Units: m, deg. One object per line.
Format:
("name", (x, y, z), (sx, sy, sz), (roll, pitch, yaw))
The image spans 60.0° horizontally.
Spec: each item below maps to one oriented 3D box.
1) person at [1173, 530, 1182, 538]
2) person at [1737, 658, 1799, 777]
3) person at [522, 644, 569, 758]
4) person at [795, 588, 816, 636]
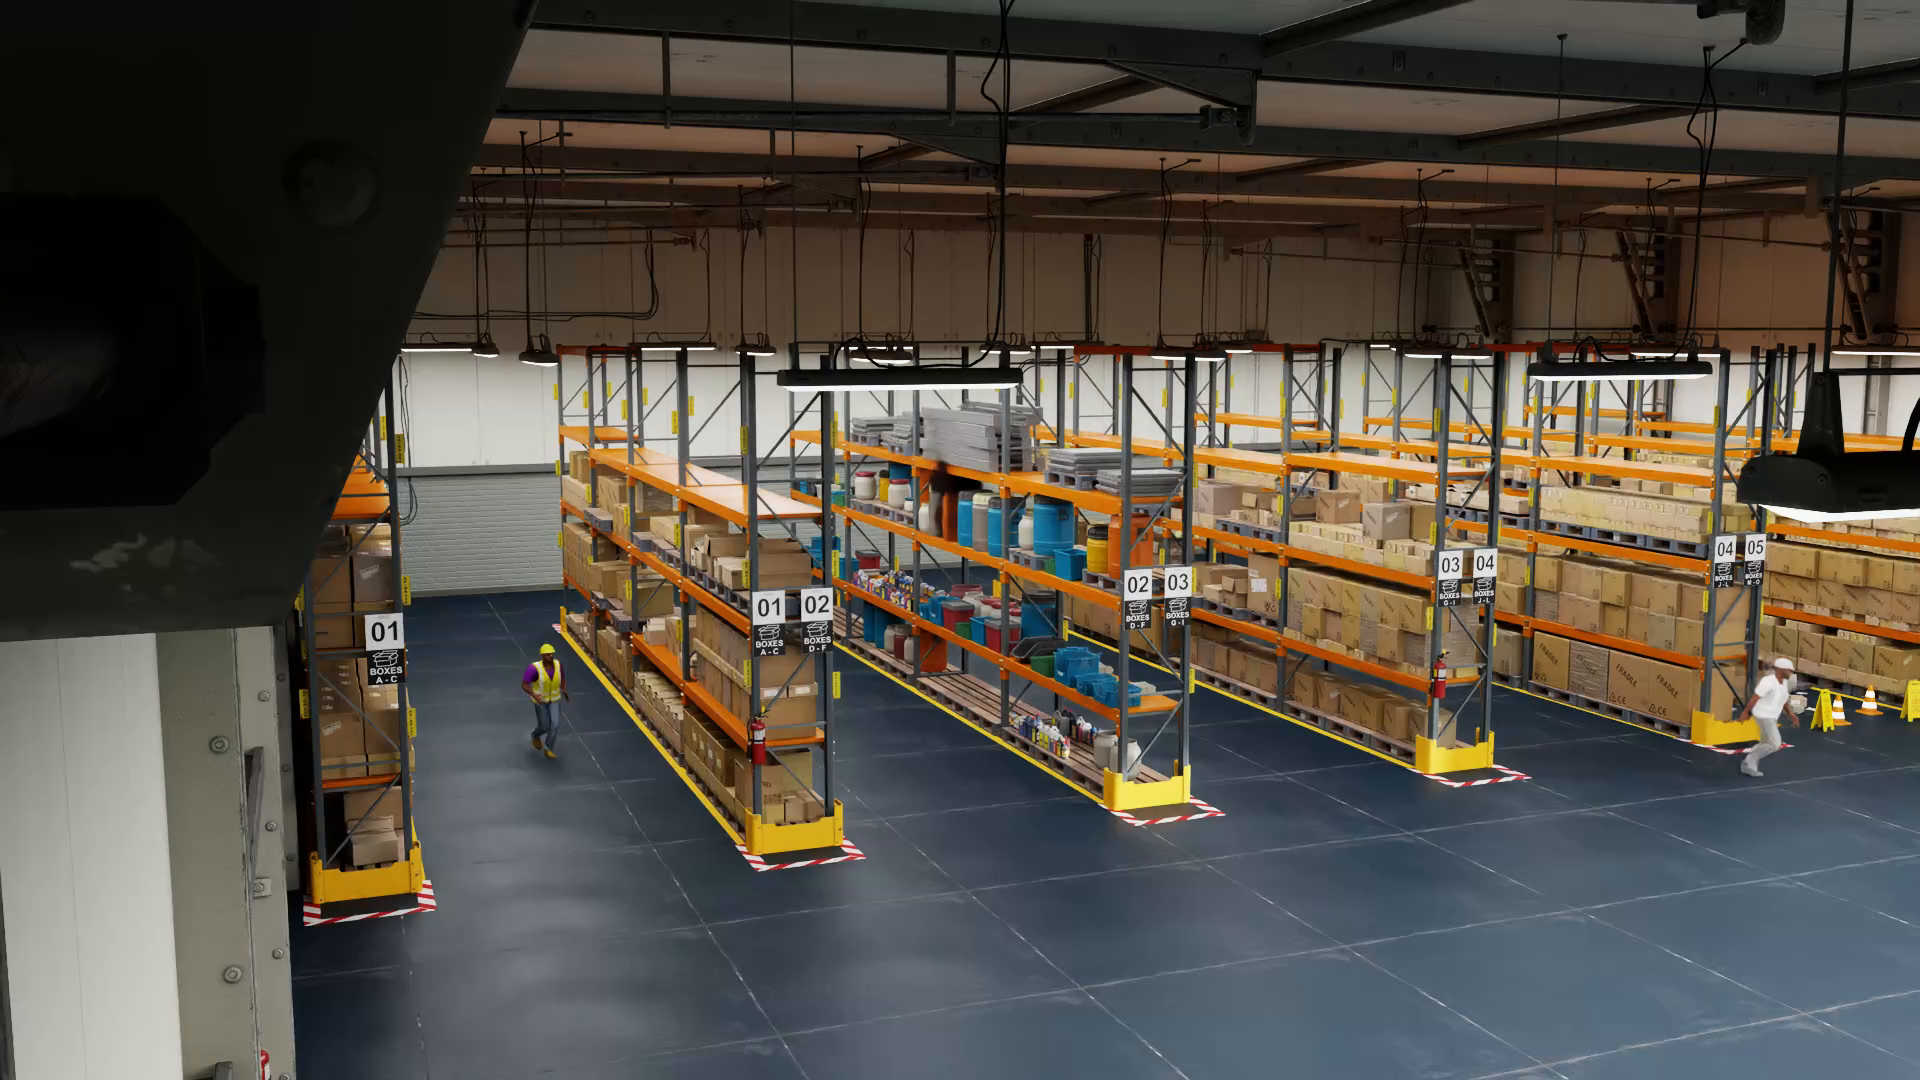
("person", (5.447, 0.273, 41.330), (0.710, 1.658, 0.580), (-6, 9, -40))
("person", (11.427, 2.504, 23.479), (0.661, 1.719, 0.693), (7, 10, 42))
("person", (-6.165, 2.360, 24.674), (0.700, 1.694, 0.662), (-5, 9, -35))
("person", (-3.039, 1.429, 32.143), (0.551, 1.716, 0.670), (-2, 8, -17))
